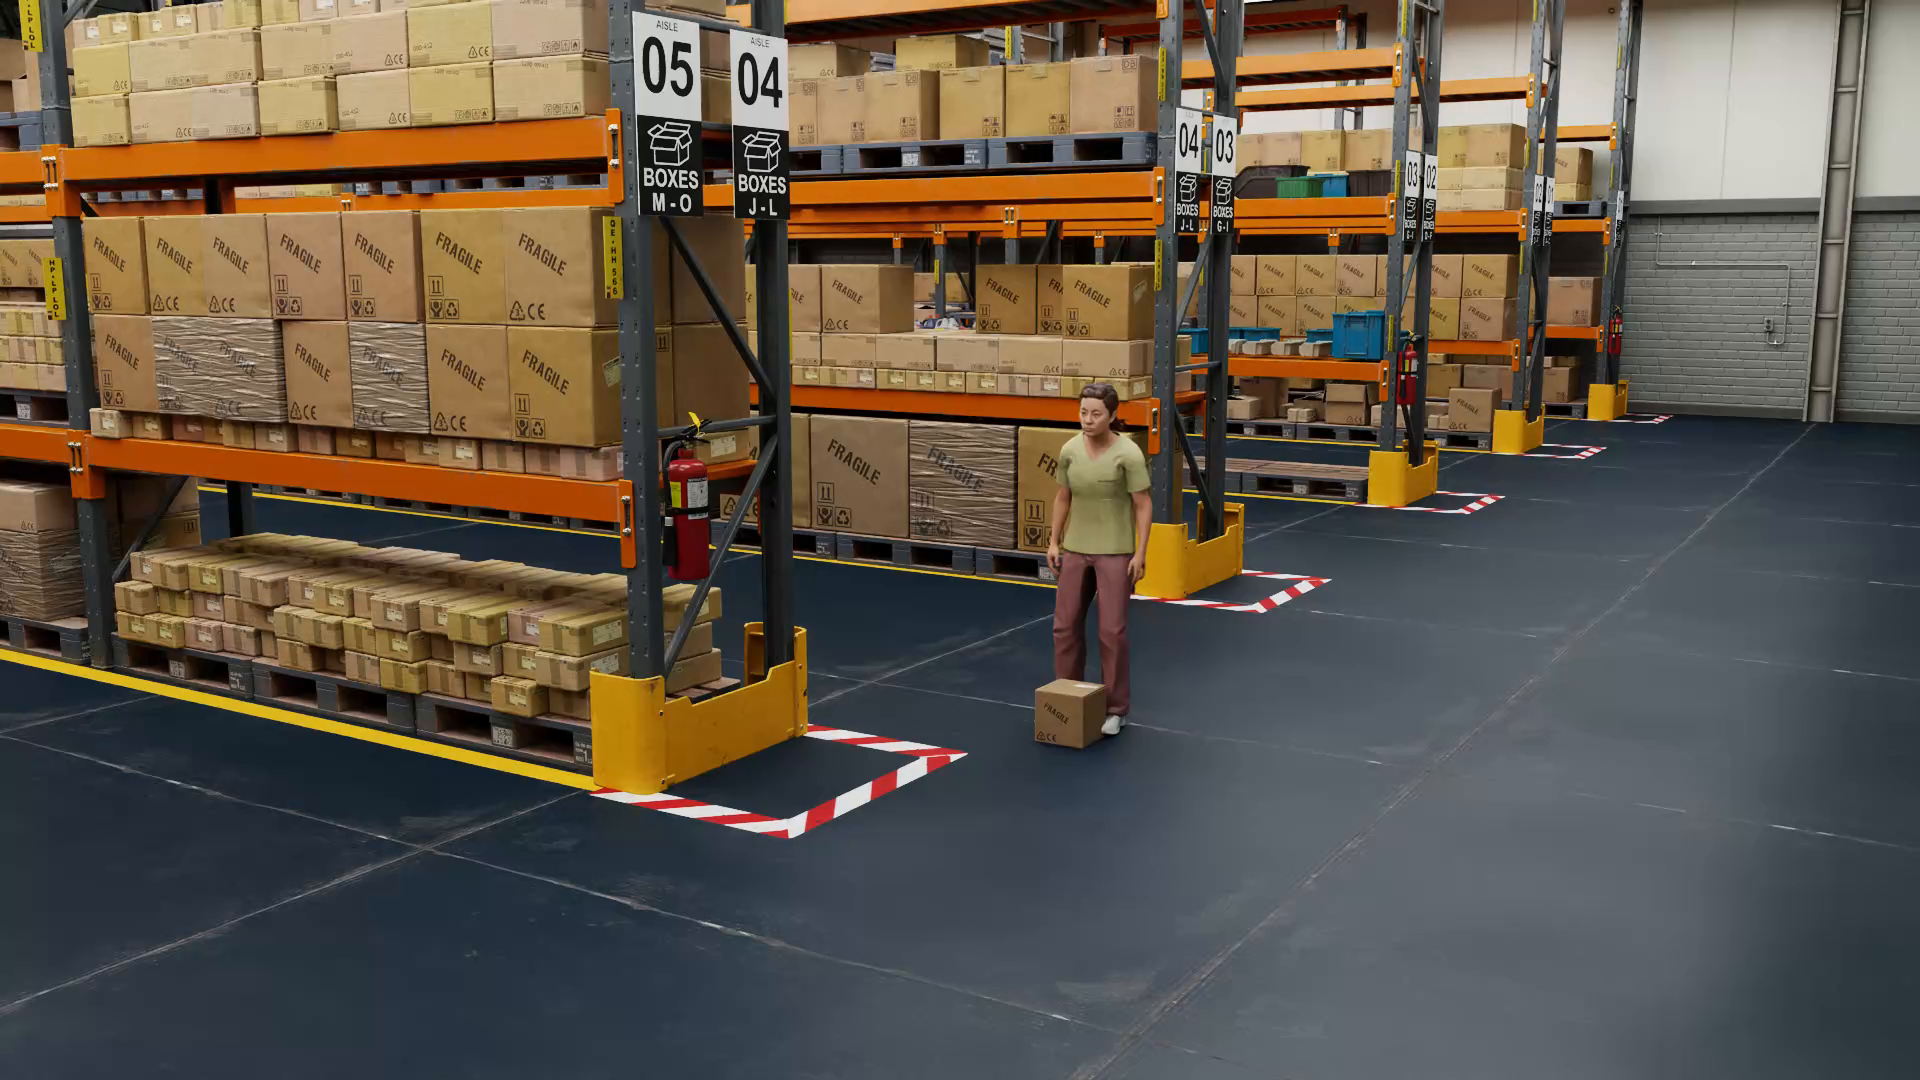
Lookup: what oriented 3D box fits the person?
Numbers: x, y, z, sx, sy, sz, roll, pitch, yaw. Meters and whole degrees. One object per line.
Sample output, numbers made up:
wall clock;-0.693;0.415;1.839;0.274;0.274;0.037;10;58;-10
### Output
person;0.651;0.079;7.919;0.516;1.673;0.351;5;11;29
